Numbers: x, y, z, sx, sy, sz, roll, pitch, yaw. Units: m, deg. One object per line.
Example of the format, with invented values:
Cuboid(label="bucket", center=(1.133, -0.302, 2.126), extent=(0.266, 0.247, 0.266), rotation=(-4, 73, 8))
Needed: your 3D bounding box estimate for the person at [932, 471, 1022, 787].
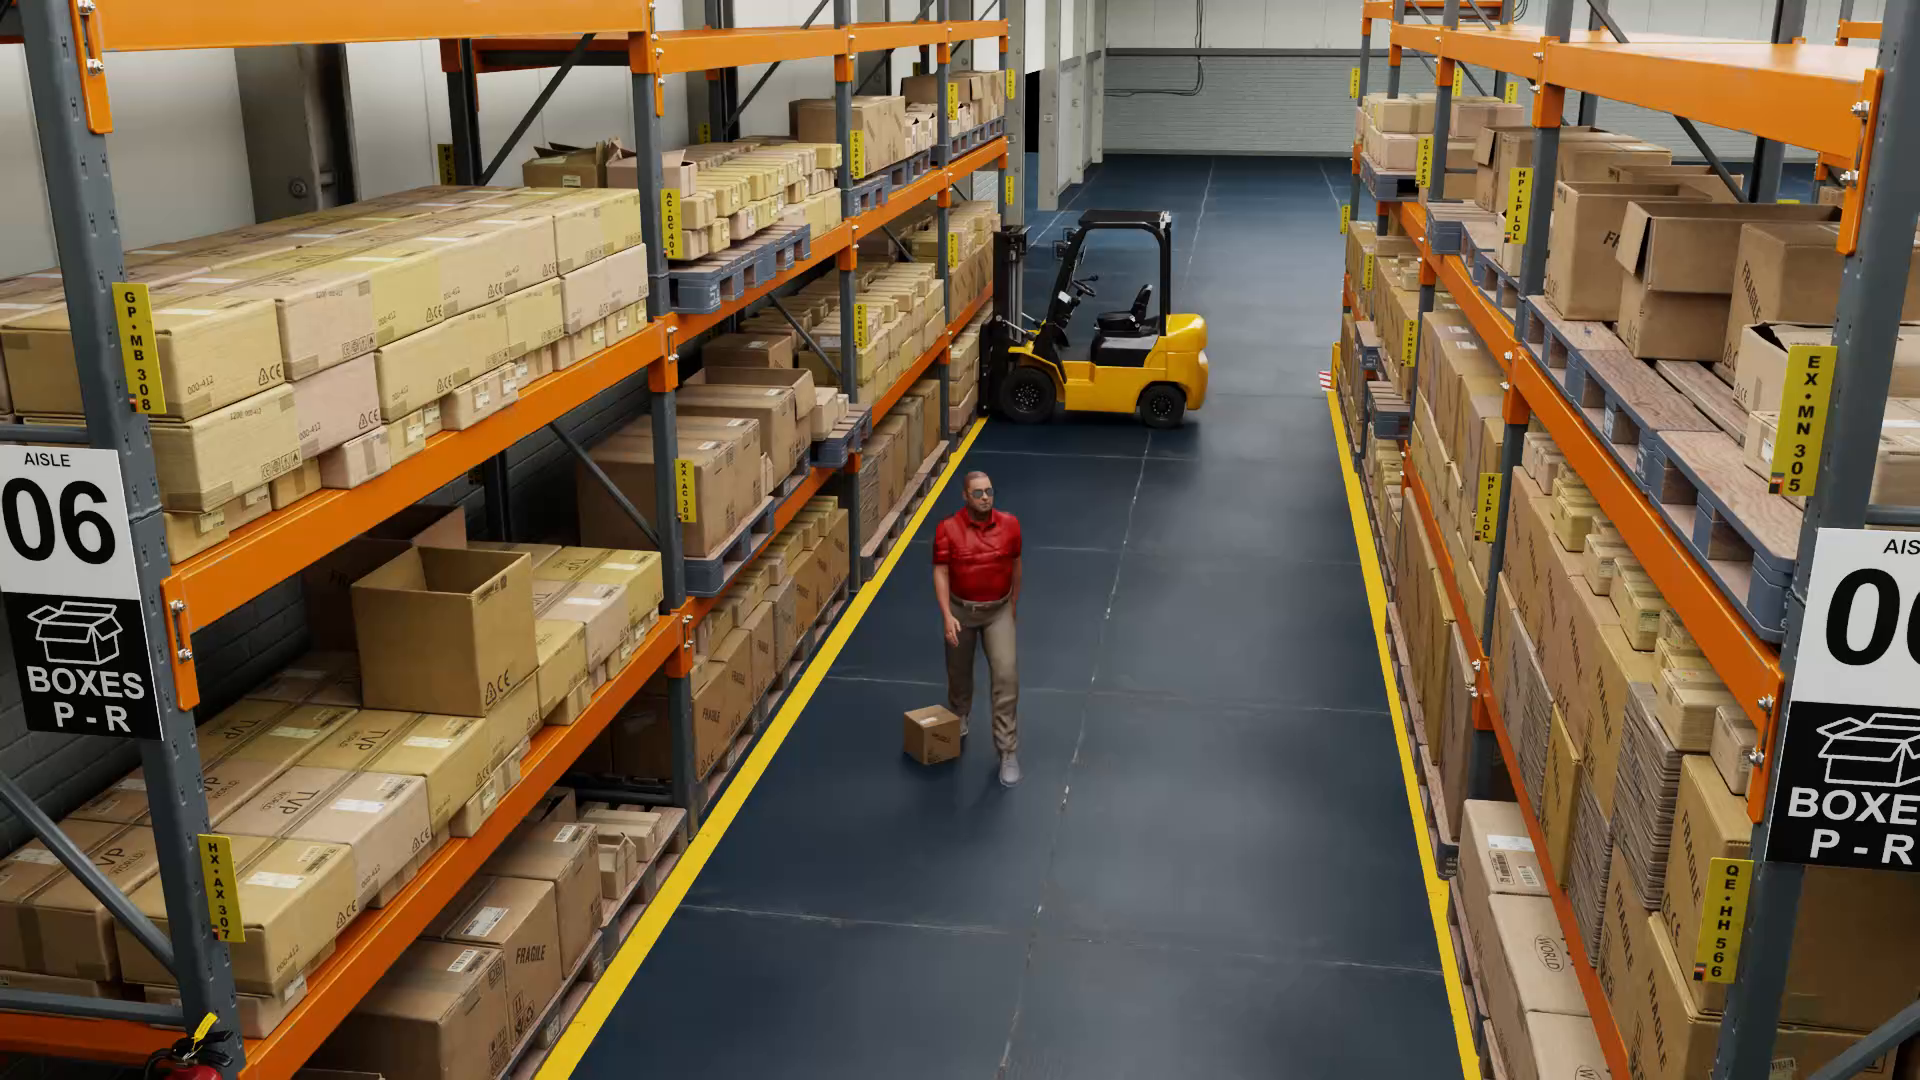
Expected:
Cuboid(label="person", center=(0.111, 0.466, 9.647), extent=(0.540, 1.746, 0.878), rotation=(-2, 18, -5))
